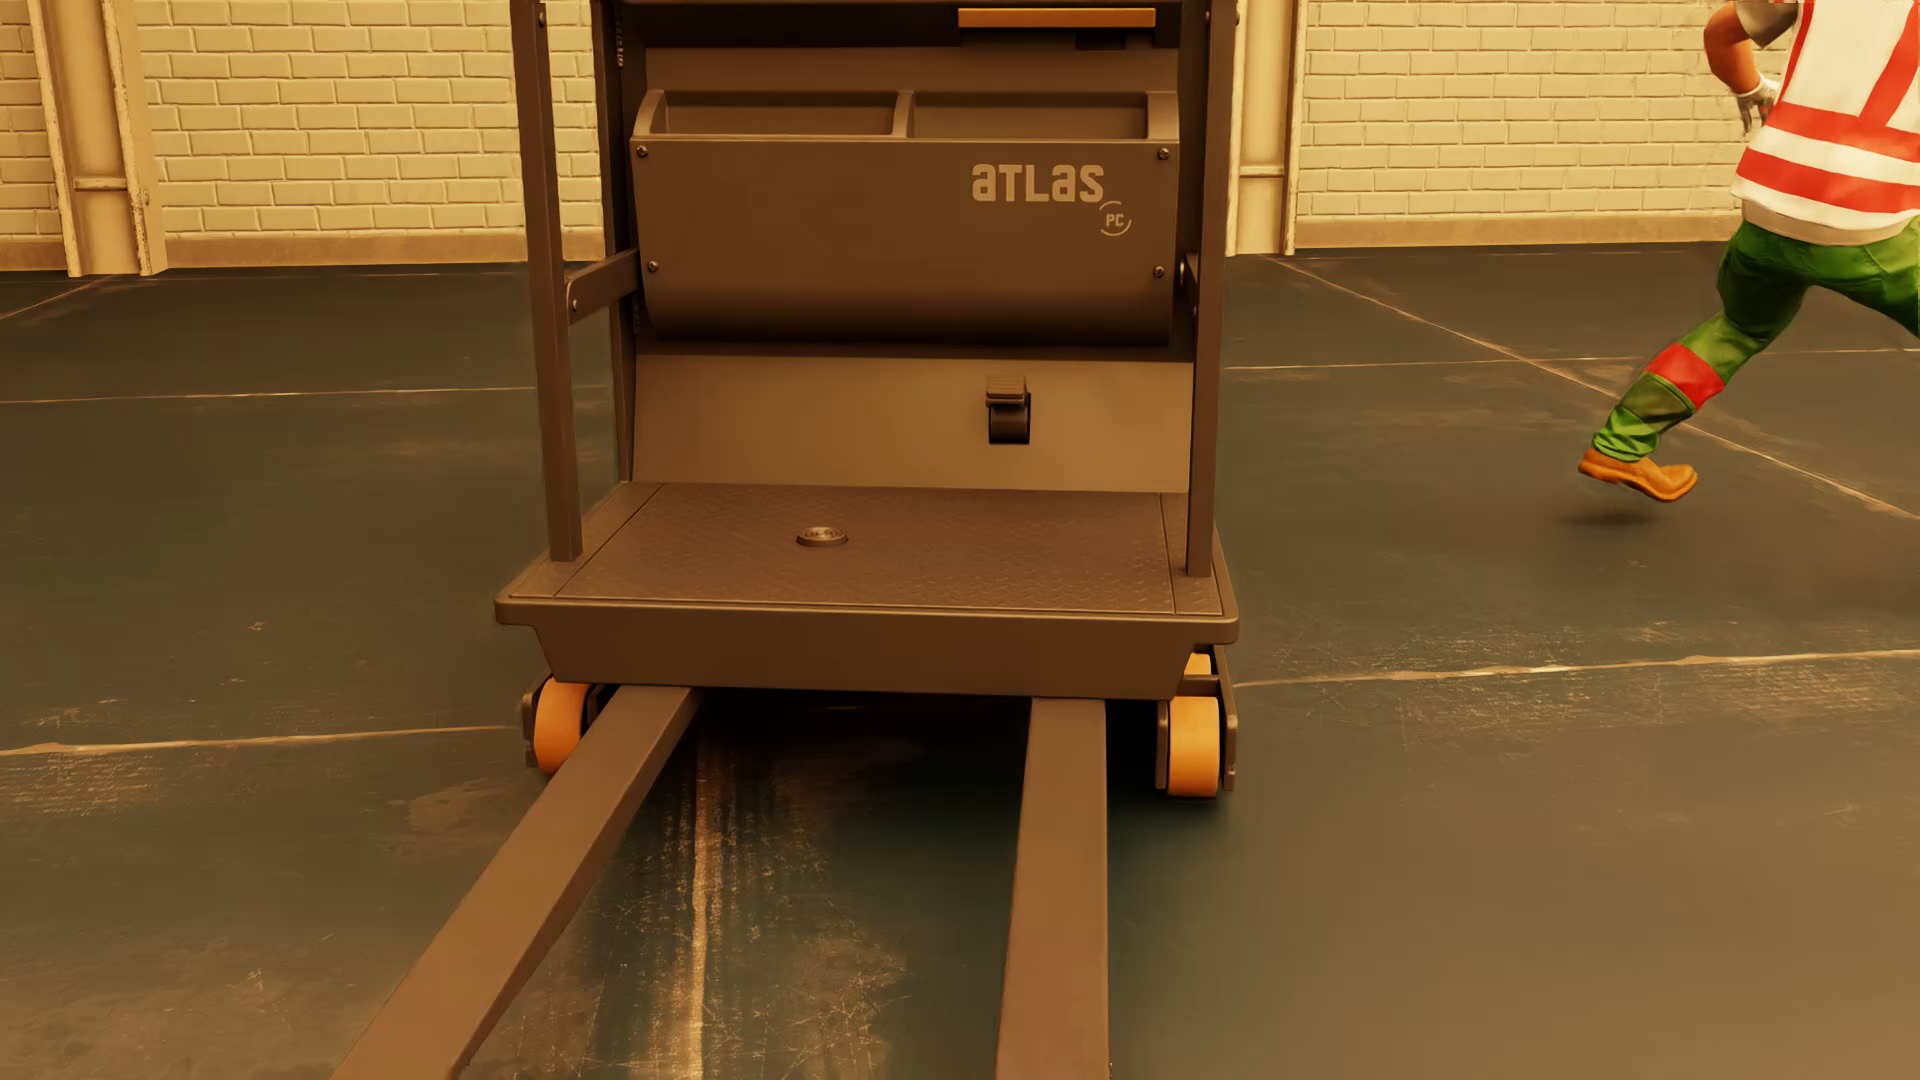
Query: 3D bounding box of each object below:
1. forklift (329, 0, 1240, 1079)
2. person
[{"bbox_3d":[-0.108,-1.095,2.521,1.130,2.935,3.031,1,17,4],"label":"forklift"},{"bbox_3d":[1.980,-0.667,3.543,0.561,1.715,1.168,-7,18,-21],"label":"person"}]
